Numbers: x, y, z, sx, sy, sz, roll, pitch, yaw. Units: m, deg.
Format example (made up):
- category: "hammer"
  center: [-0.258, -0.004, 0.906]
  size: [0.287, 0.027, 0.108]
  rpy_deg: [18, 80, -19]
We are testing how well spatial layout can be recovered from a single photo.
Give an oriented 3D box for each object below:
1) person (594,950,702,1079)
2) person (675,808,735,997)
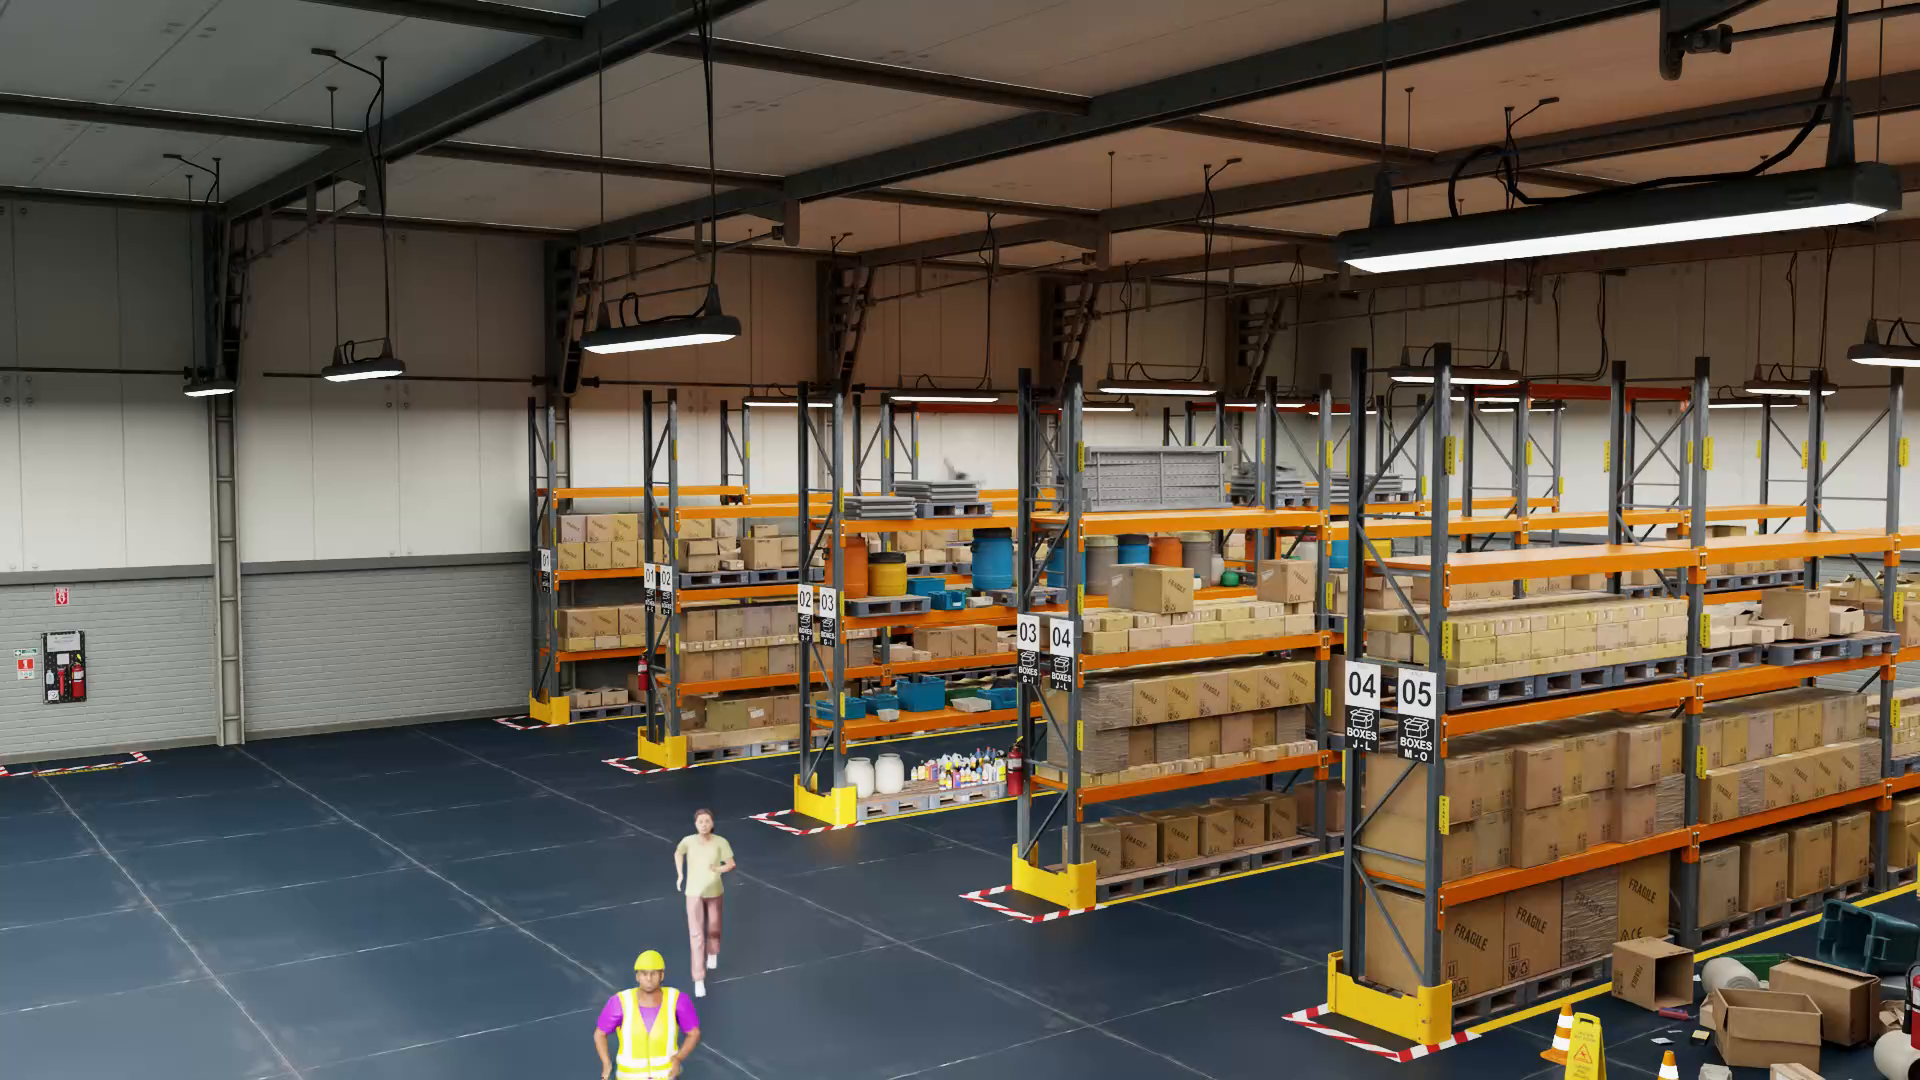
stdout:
- category: "person"
  center: [-2.113, 3.635, 11.303]
  size: [0.718, 1.724, 0.618]
  rpy_deg: [-1, 3, -13]
- category: "person"
  center: [-2.417, 3.368, 15.778]
  size: [0.571, 1.658, 0.967]
  rpy_deg: [-1, 3, -9]
